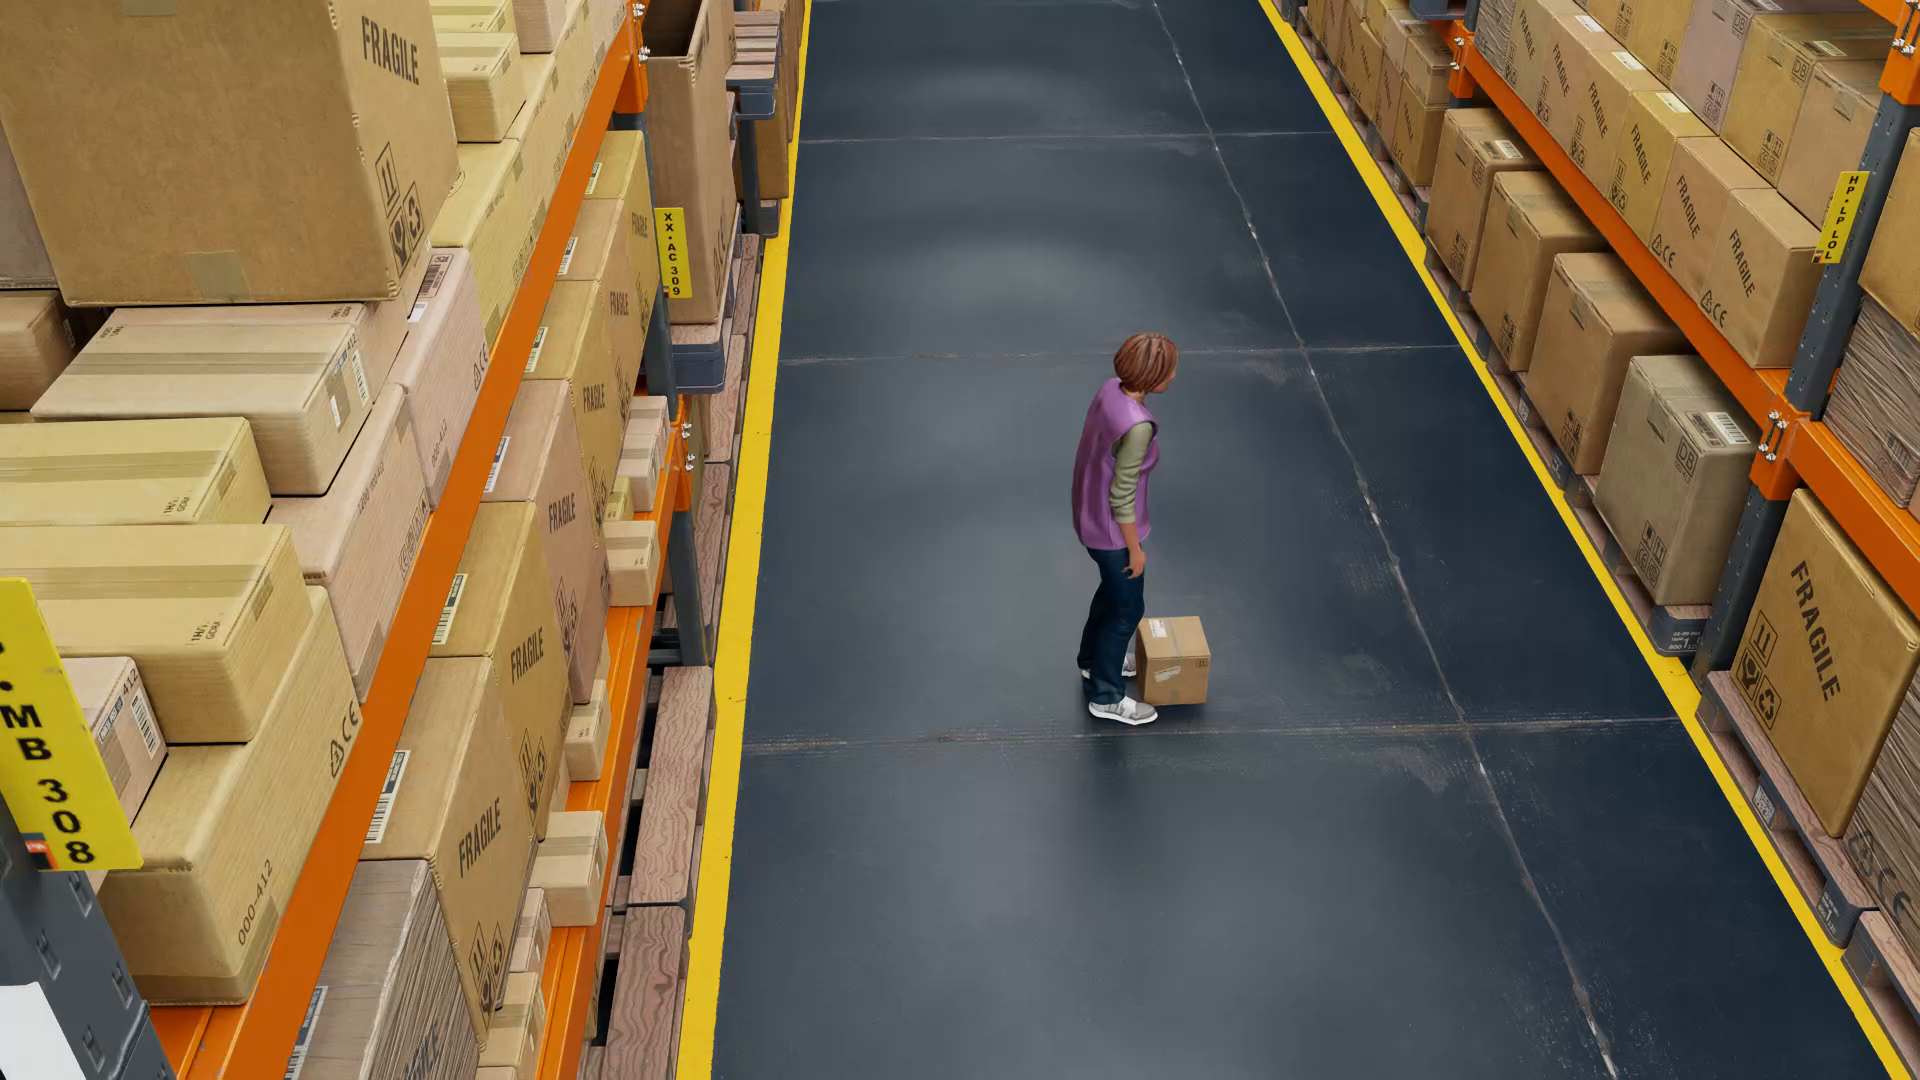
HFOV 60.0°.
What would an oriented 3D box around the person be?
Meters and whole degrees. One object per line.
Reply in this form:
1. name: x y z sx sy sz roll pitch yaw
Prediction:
1. person: 0.597 -0.045 6.229 0.348 1.580 0.475 -3 36 -5
